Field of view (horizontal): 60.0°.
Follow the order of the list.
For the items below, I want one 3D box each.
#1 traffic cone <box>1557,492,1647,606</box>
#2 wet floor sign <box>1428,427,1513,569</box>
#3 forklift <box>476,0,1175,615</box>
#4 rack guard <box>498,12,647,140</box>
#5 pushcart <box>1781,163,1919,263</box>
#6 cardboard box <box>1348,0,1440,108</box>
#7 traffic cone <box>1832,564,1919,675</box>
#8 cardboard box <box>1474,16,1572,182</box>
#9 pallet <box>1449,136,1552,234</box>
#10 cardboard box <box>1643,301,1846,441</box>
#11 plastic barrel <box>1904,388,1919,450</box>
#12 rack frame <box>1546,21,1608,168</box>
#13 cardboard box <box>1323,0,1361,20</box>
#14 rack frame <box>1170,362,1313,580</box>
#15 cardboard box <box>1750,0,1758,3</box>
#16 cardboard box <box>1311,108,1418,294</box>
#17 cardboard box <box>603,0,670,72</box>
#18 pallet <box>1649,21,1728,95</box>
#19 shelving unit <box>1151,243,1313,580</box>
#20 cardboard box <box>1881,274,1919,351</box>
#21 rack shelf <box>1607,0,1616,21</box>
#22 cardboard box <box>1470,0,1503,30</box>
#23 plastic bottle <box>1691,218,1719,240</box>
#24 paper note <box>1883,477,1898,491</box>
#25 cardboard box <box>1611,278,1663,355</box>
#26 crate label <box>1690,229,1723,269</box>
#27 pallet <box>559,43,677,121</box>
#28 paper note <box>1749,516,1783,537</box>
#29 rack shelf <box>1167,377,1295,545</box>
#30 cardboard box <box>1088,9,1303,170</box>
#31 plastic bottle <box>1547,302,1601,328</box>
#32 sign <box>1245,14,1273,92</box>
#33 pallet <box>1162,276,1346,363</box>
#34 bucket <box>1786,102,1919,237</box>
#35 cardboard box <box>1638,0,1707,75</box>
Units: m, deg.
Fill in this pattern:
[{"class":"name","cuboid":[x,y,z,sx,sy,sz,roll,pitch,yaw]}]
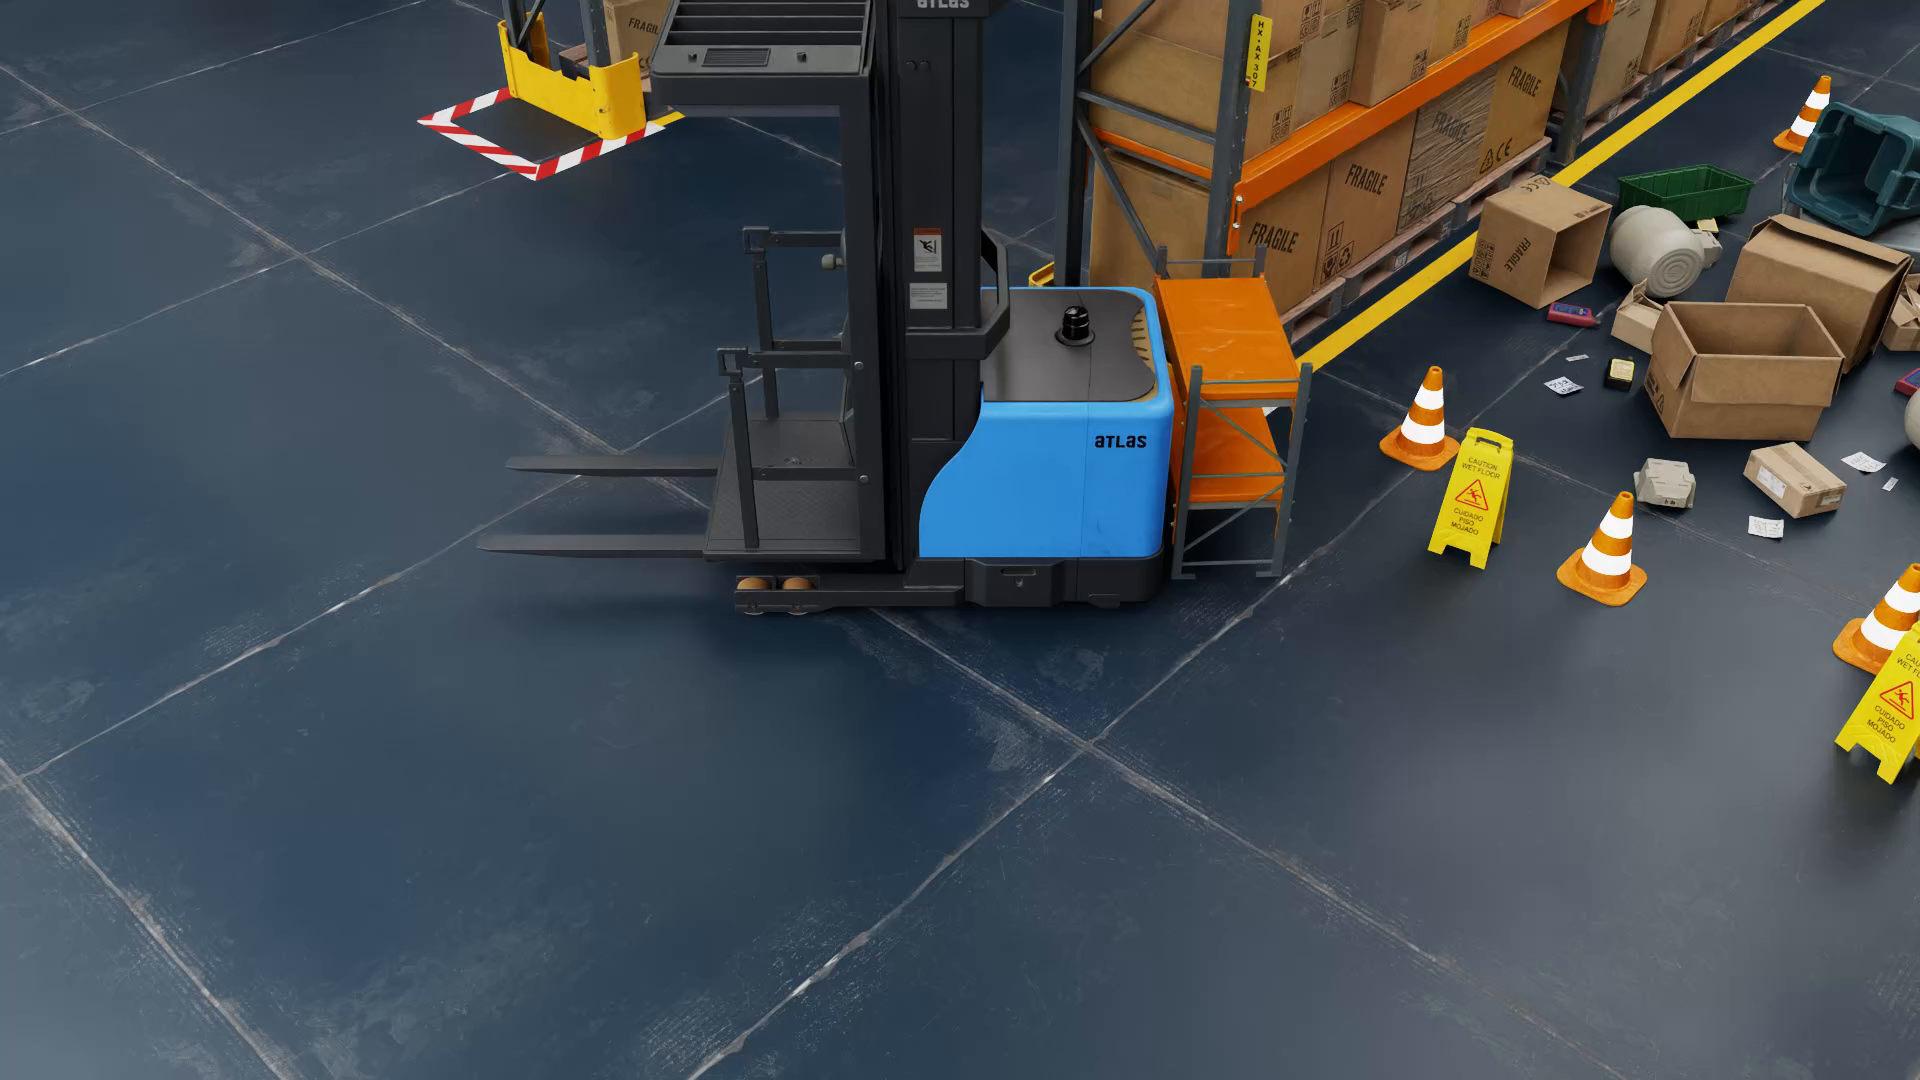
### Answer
[{"class":"traffic cone","cuboid":[2.907,-0.012,7.393,0.336,0.463,0.334,30,47,32]},{"class":"wet floor sign","cuboid":[2.338,-0.222,7.510,0.267,0.644,0.232,22,43,25]},{"class":"forklift","cuboid":[-0.627,-1.147,6.838,3.031,2.935,1.130,0,38,0]},{"class":"rack guard","cuboid":[-2.646,-3.173,11.339,1.175,0.500,0.348,30,47,32]},{"class":"pushcart","cuboid":[5.600,-1.702,9.587,1.648,0.377,0.936,14,41,17]},{"class":"cardboard box","cuboid":[1.938,-2.702,8.618,0.875,0.550,0.550,30,47,32]},{"class":"traffic cone","cuboid":[3.956,0.298,7.004,0.336,0.463,0.334,30,47,32]},{"class":"cardboard box","cuboid":[3.118,-2.899,10.355,0.875,0.875,0.875,30,48,32]},{"class":"pallet","cuboid":[3.024,-2.418,10.621,1.003,0.211,1.213,30,47,32]},{"class":"cardboard box","cuboid":[3.934,-0.849,8.413,0.797,0.503,0.637,2,39,2]},{"class":"plastic barrel","cuboid":[4.894,-0.532,8.079,0.421,0.421,0.512,-5,39,-6]},{"class":"rack frame","cuboid":[3.594,-3.826,10.151,1.000,3.000,0.127,30,47,32]},{"class":"cardboard box","cuboid":[1.478,-2.915,8.017,0.875,0.550,0.550,30,47,32]},{"class":"rack frame","cuboid":[1.204,-0.278,7.195,0.500,1.125,0.032,-2,39,-2]},{"class":"cardboard box","cuboid":[5.816,-4.705,12.727,1.050,0.750,0.750,29,47,31]},{"class":"cardboard box","cuboid":[1.897,-2.065,9.307,0.875,0.875,0.875,29,47,31]},{"class":"cardboard box","cuboid":[-2.264,-3.583,11.517,0.500,0.500,0.500,-25,45,-28]},{"class":"pallet","cuboid":[4.882,-3.683,12.213,1.003,0.211,1.213,30,47,32]},{"class":"shelving unit","cuboid":[1.182,-0.594,7.593,0.538,1.125,1.048,-2,39,-2]},{"class":"cardboard box","cuboid":[5.182,-1.250,9.109,0.258,0.266,0.396,2,39,2]},{"class":"rack shelf","cuboid":[4.944,-4.463,11.530,1.077,0.370,4.000,30,47,32]},{"class":"cardboard box","cuboid":[2.549,-3.249,9.305,0.875,0.550,0.550,30,47,32]},{"class":"plastic bottle","cuboid":[4.522,-1.915,10.109,0.133,0.061,0.283,8,39,10]},{"class":"paper note","cuboid":[4.525,-0.272,8.084,0.032,0.001,0.123,30,47,32]},{"class":"cardboard box","cuboid":[3.794,-1.192,9.036,0.258,0.266,0.396,-26,45,-29]},{"class":"crate label","cuboid":[4.326,-1.725,9.809,0.298,0.136,0.250,2,39,2]},{"class":"pallet","cuboid":[-2.072,-3.419,11.880,1.003,0.211,1.213,30,47,32]},{"class":"paper note","cuboid":[3.786,-0.064,7.806,0.148,0.019,0.142,14,41,17]},{"class":"rack shelf","cuboid":[1.182,-0.402,7.745,0.538,0.278,1.000,-2,39,-2]},{"class":"cardboard box","cuboid":[1.113,-2.236,8.031,0.875,0.550,0.550,30,47,32]},{"class":"plastic bottle","cuboid":[3.430,-1.251,9.274,0.283,0.061,0.133,14,41,17]},{"class":"sign","cuboid":[1.301,-2.122,7.249,0.100,0.325,0.005,30,47,32]},{"class":"pallet","cuboid":[1.377,-1.297,9.211,1.003,0.211,1.213,30,47,32]},{"class":"bucket","cuboid":[5.204,-2.109,9.401,0.620,0.611,0.726,-10,38,-28]},{"class":"cardboard box","cuboid":[4.600,-3.874,11.682,1.050,0.750,0.750,30,47,32]}]
